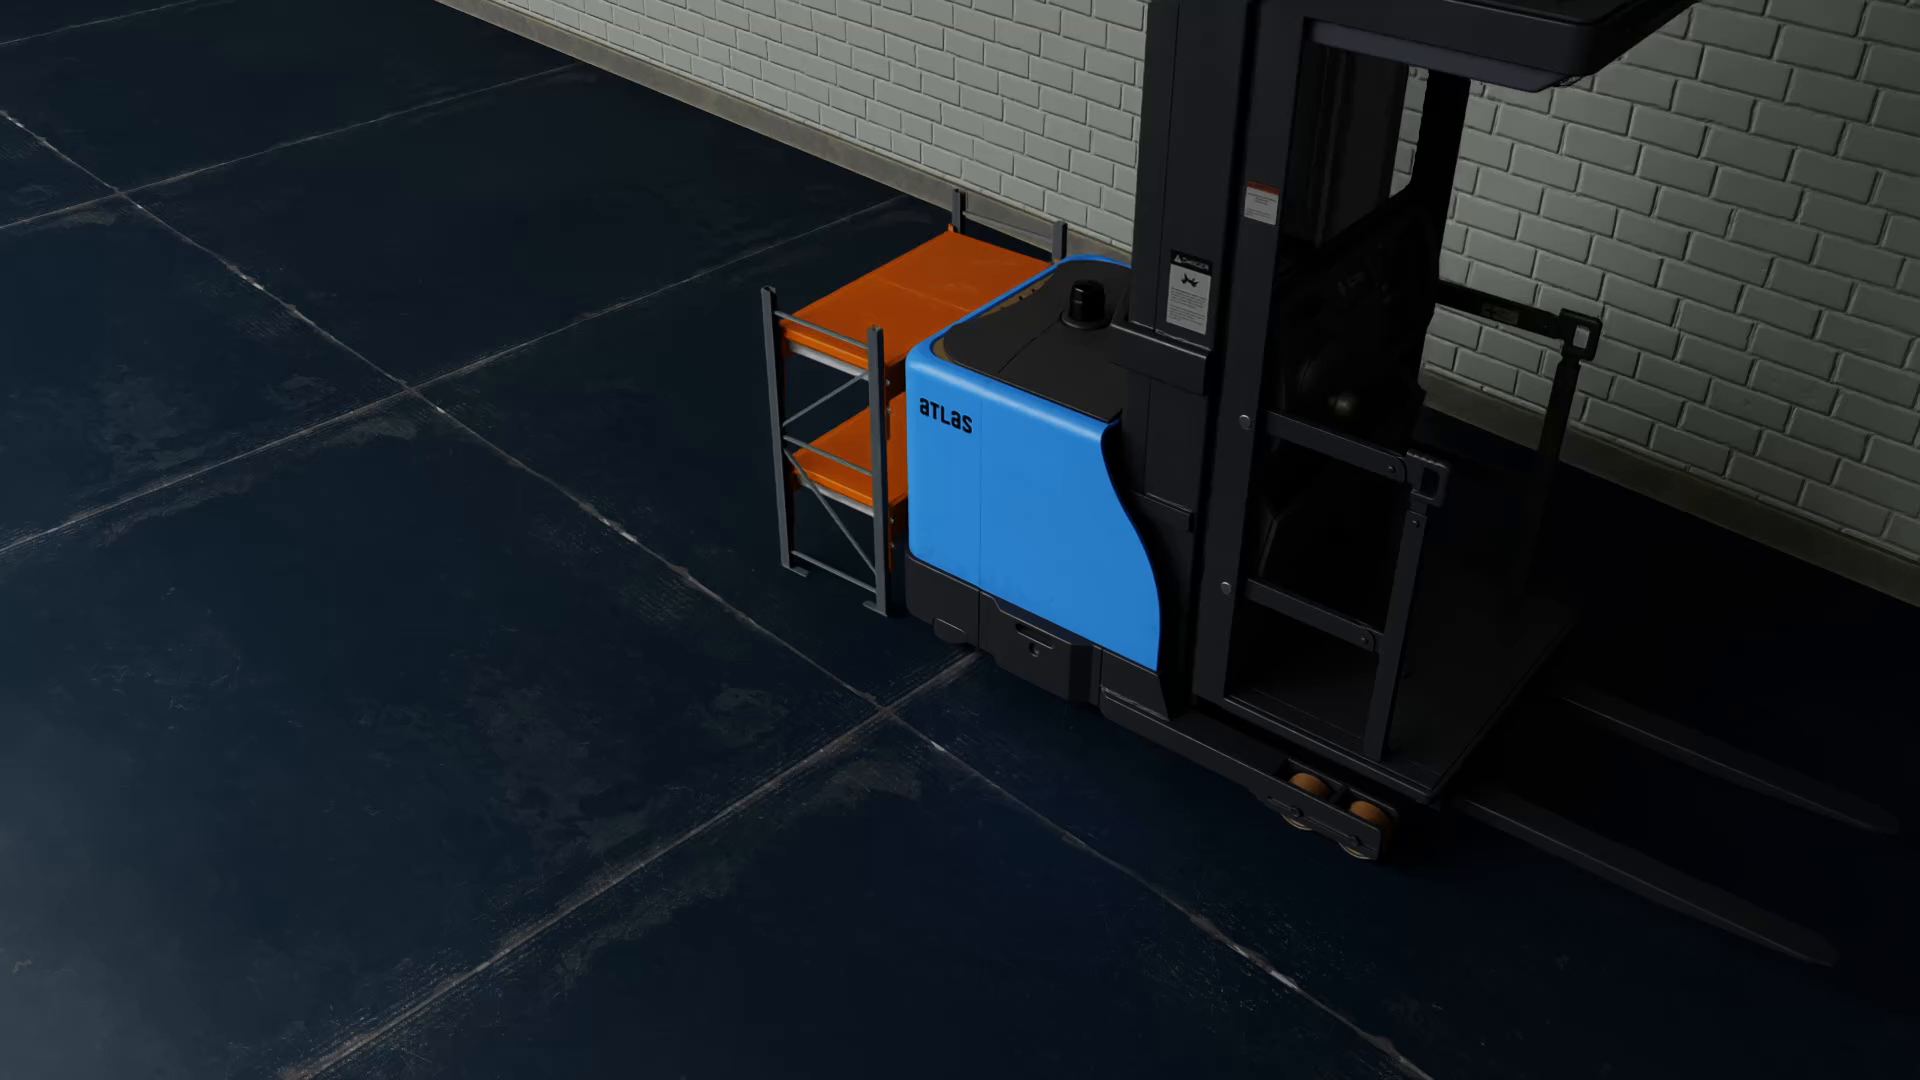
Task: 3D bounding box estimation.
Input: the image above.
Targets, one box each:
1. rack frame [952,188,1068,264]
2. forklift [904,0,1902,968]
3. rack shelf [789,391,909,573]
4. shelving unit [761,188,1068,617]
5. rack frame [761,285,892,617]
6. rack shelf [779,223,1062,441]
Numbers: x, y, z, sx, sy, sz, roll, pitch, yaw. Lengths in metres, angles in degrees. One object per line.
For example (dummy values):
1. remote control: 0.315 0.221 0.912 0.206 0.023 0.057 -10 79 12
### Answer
1. rack frame: 0.175 -0.745 6.334 0.500 1.125 0.032 24 41 30
2. forklift: 1.278 -0.608 4.560 3.031 2.935 1.130 25 42 31
3. rack shelf: -0.137 -0.314 6.145 0.538 0.278 1.000 24 41 30
4. shelving unit: -0.137 -0.515 6.005 0.538 1.125 1.048 24 41 30
5. rack frame: -0.448 -0.285 5.676 0.500 1.125 0.032 24 41 30
6. rack shelf: -0.137 -0.755 5.838 0.538 0.278 1.000 24 41 30
